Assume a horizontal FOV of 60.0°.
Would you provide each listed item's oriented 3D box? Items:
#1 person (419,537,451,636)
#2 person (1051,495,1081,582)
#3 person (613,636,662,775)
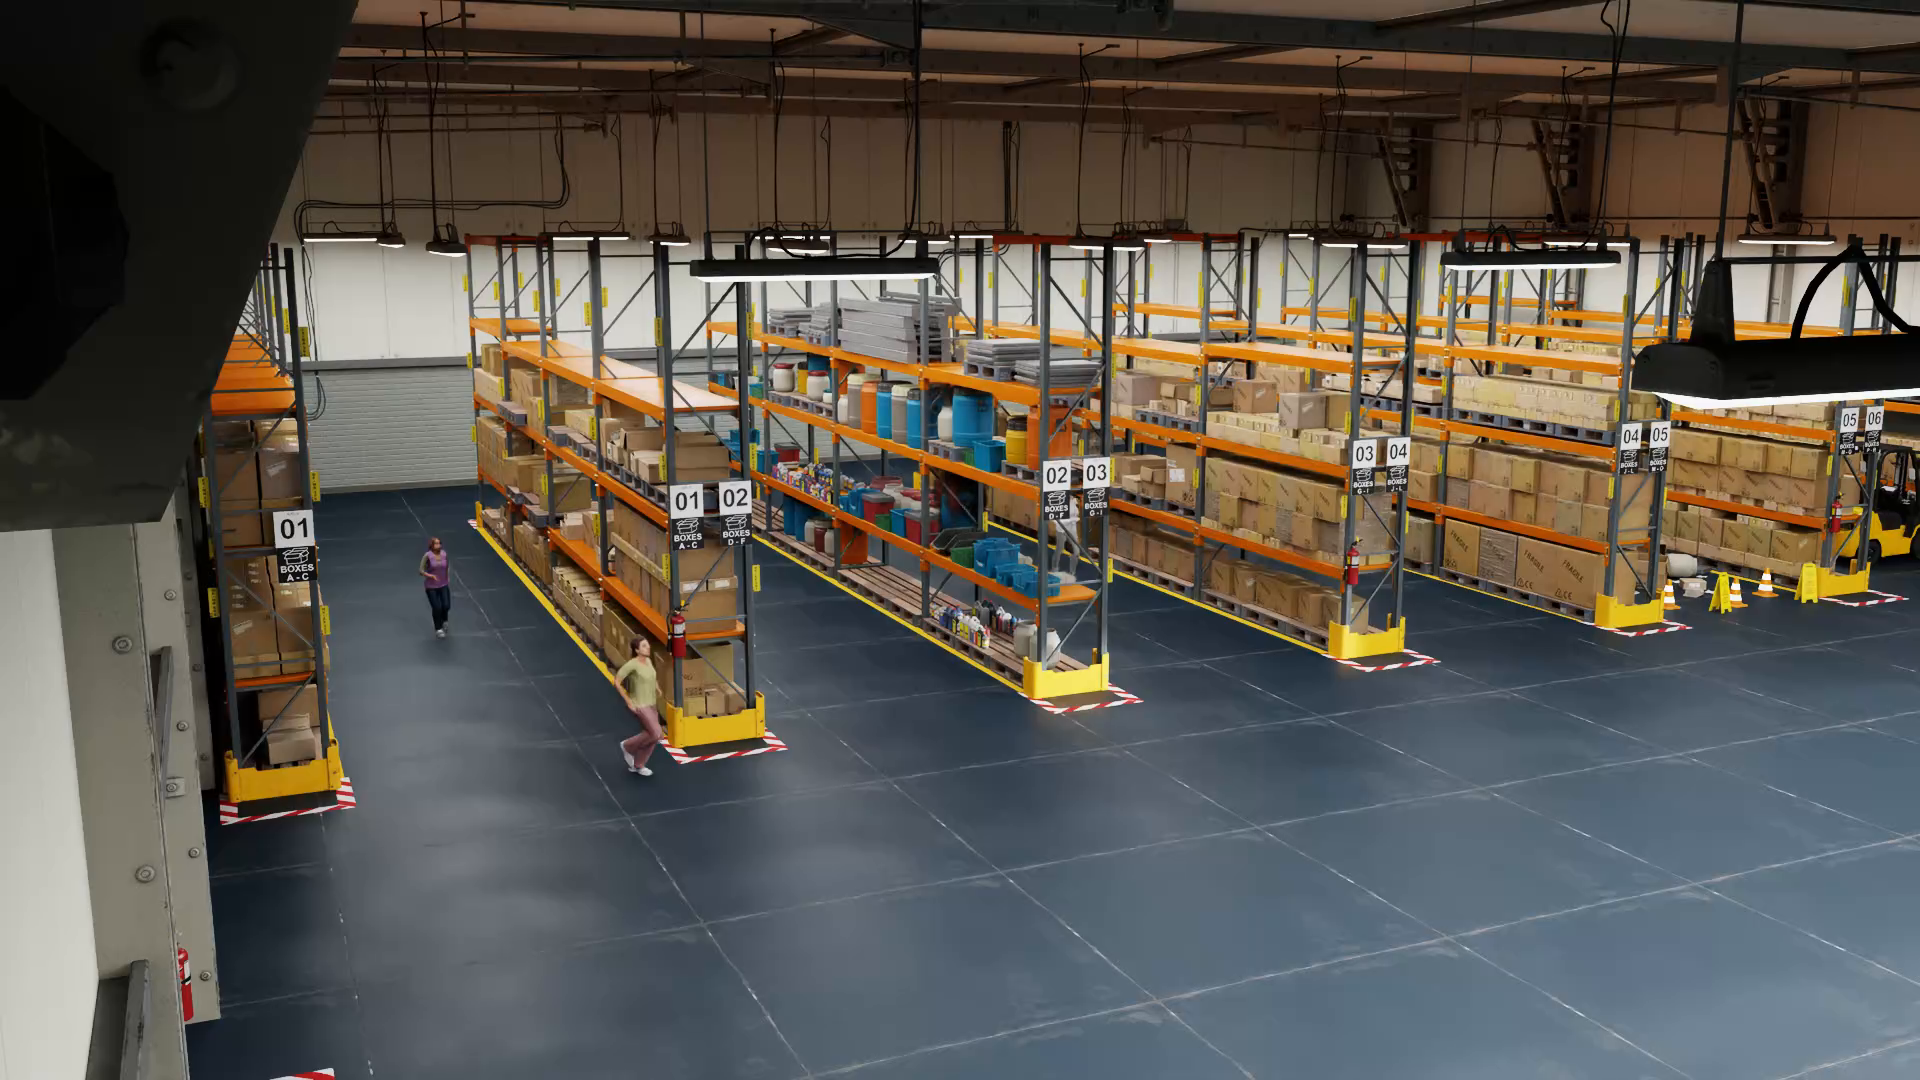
[{"bbox_3d":[-7.934,0.733,25.279,0.519,1.547,0.535,-8,14,-36],"label":"person"},{"bbox_3d":[1.782,-0.082,27.749,0.639,1.772,0.780,-8,13,-35],"label":"person"},{"bbox_3d":[-3.623,1.900,19.107,0.530,1.616,0.586,4,12,19],"label":"person"}]
